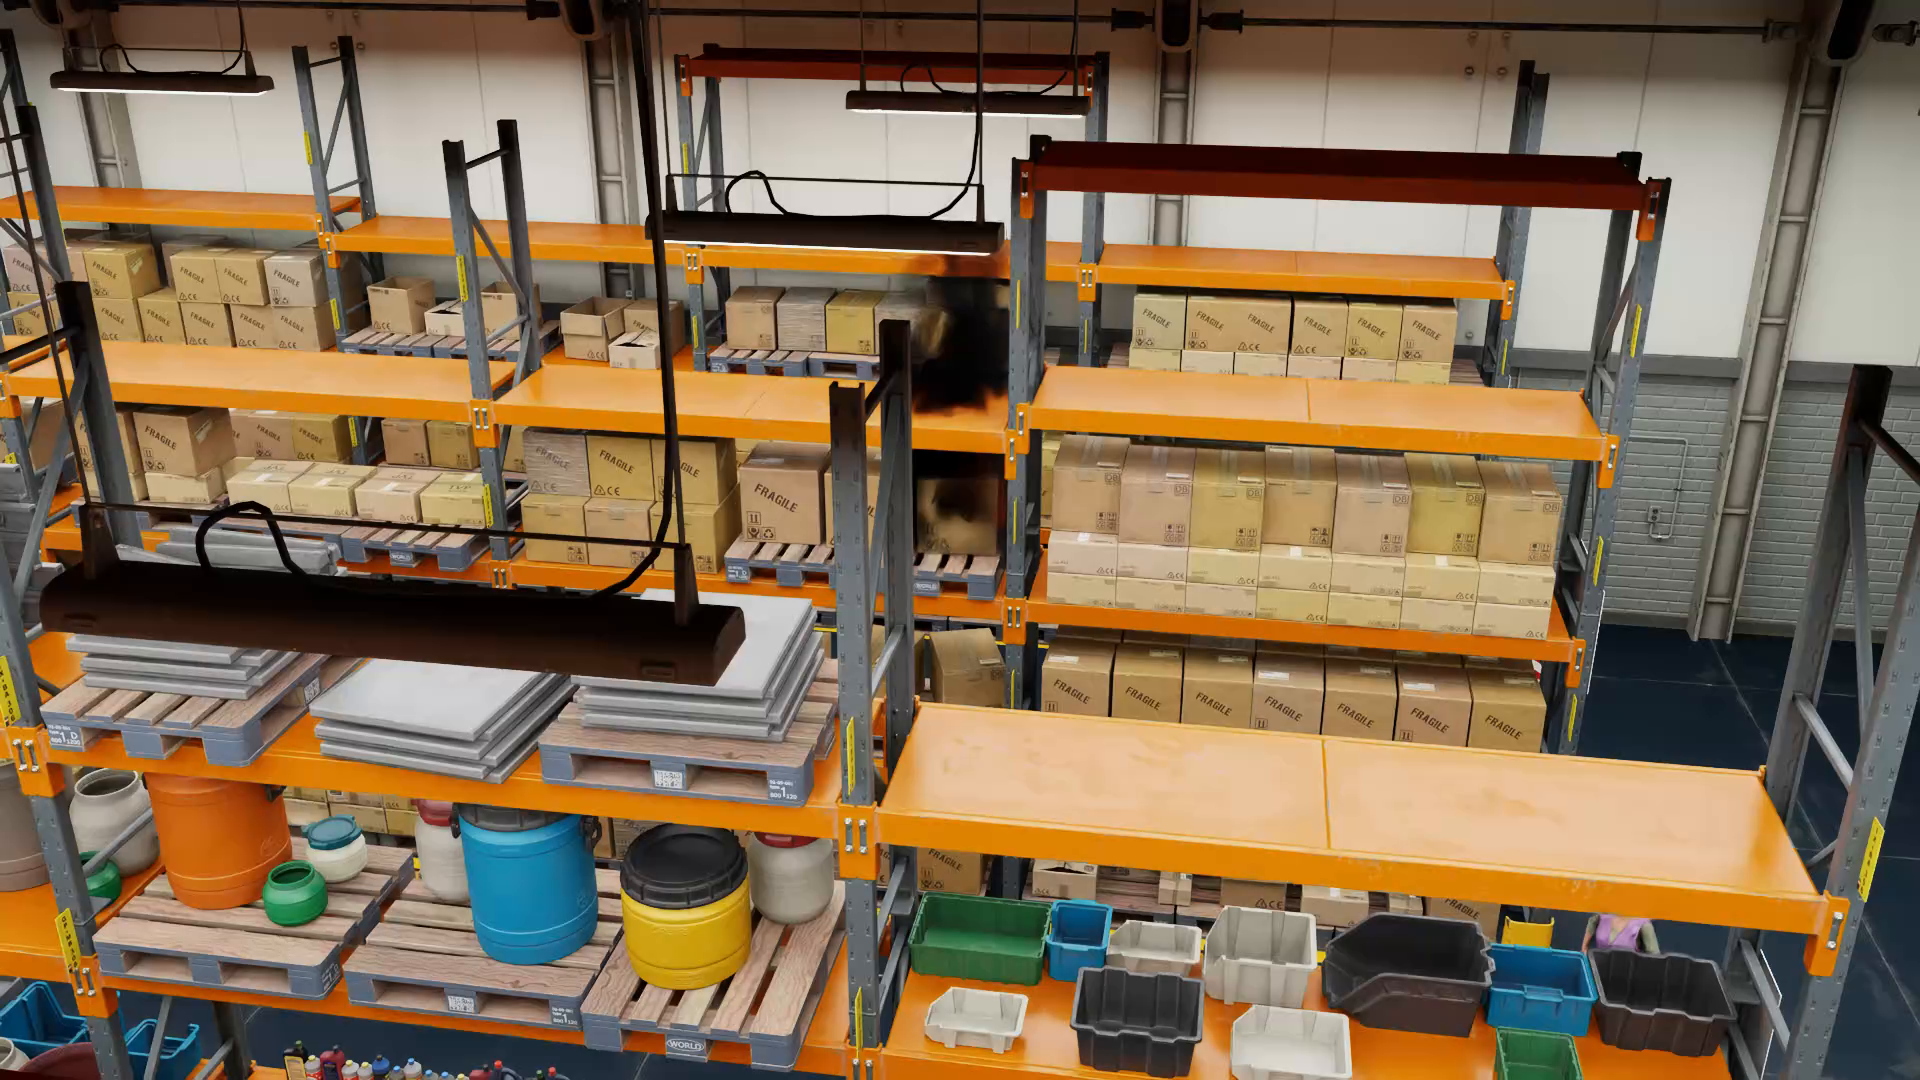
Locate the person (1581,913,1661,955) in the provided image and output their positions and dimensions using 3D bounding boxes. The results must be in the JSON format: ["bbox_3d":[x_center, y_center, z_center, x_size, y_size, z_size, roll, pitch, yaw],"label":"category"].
[{"bbox_3d":[4.380,3.030,11.214,0.573,1.584,0.759,19,29,37],"label":"person"}]
